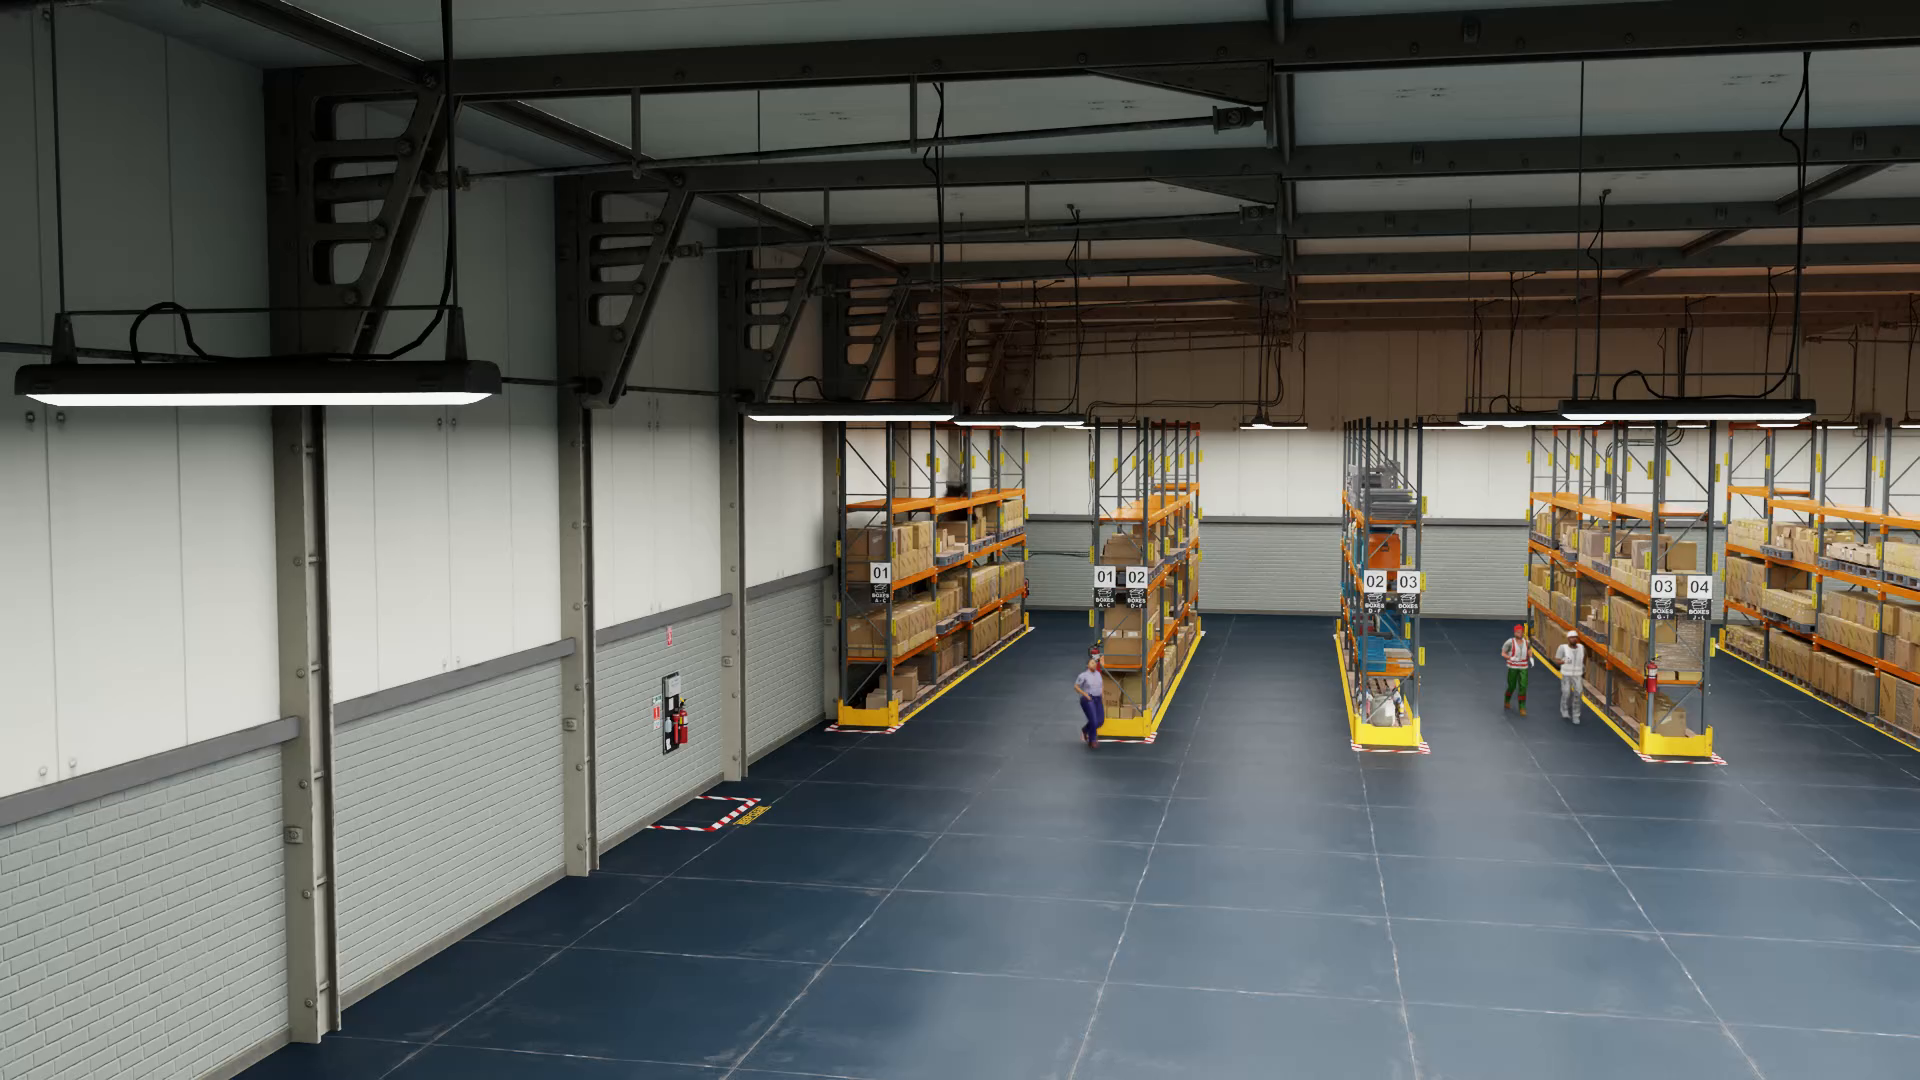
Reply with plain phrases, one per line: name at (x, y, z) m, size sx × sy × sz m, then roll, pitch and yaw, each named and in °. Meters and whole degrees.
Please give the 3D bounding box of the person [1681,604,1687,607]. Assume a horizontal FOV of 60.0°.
person at (18.942, 1.999, 44.208) m, size 0.562 × 1.711 × 0.772 m, roll -3°, pitch 5°, yaw -43°

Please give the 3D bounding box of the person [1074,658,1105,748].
person at (2.389, 2.970, 30.388) m, size 0.633 × 1.633 × 0.592 m, roll -3°, pitch 5°, yaw -37°

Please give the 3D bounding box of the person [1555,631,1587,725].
person at (12.072, 2.694, 32.809) m, size 0.670 × 1.825 × 0.750 m, roll 0°, pitch 4°, yaw 7°

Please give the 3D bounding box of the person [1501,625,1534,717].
person at (11.345, 2.624, 33.844) m, size 0.682 × 1.807 × 0.883 m, roll 0°, pitch 4°, yaw 0°
